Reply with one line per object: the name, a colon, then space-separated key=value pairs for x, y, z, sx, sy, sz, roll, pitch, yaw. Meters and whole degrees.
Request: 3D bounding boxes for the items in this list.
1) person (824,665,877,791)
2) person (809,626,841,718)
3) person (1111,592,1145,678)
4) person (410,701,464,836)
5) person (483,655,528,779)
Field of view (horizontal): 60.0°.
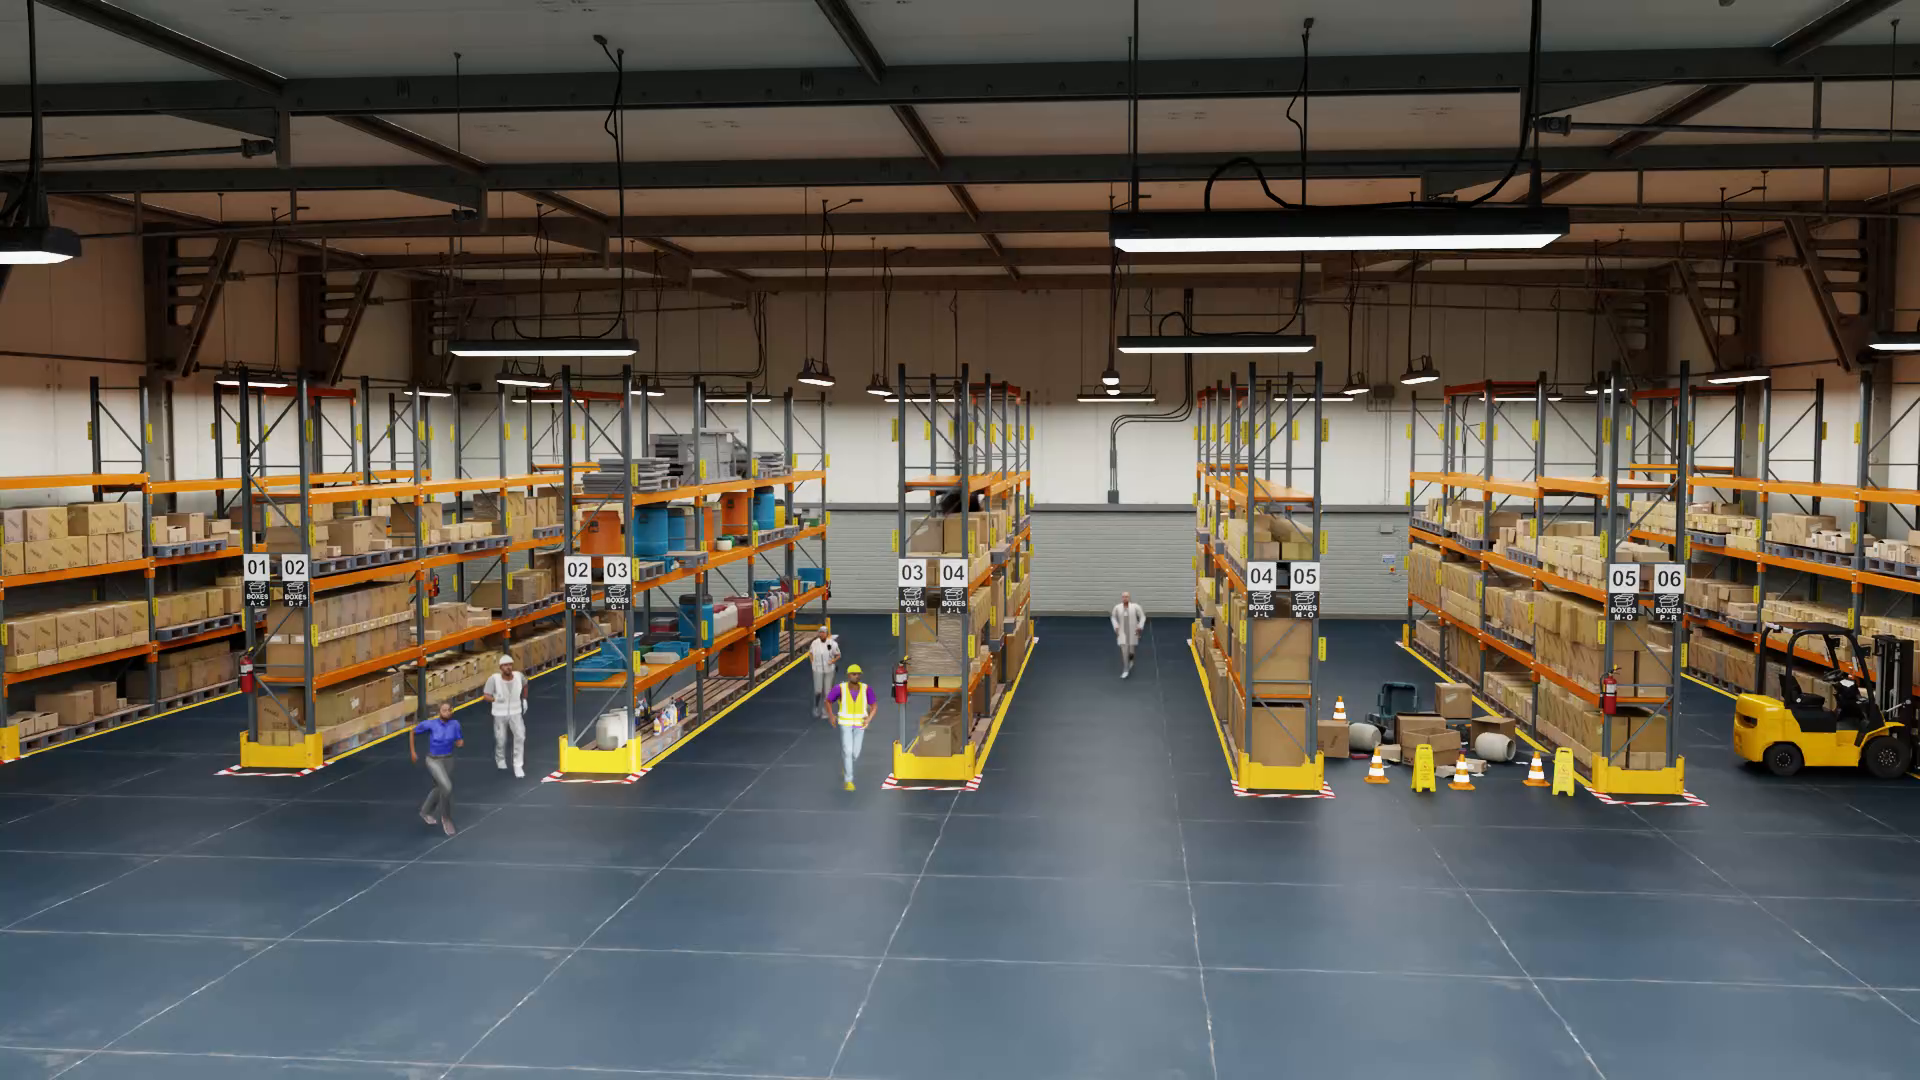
person: x=-1.544 y=2.641 z=23.672 sx=0.743 sy=1.768 sz=0.839 roll=-1 pitch=4 yaw=-16
person: x=-2.374 y=2.316 z=29.088 sx=0.587 sy=1.633 sz=0.583 roll=0 pitch=4 yaw=0
person: x=3.464 y=1.941 z=34.322 sx=0.711 sy=1.763 sz=0.717 roll=1 pitch=4 yaw=12
person: x=-6.550 y=2.896 z=20.888 sx=0.822 sy=1.593 sz=0.599 roll=3 pitch=5 yaw=41
person: x=-6.621 y=2.571 z=24.308 sx=0.691 sy=1.804 sz=0.830 roll=-2 pitch=4 yaw=-26
